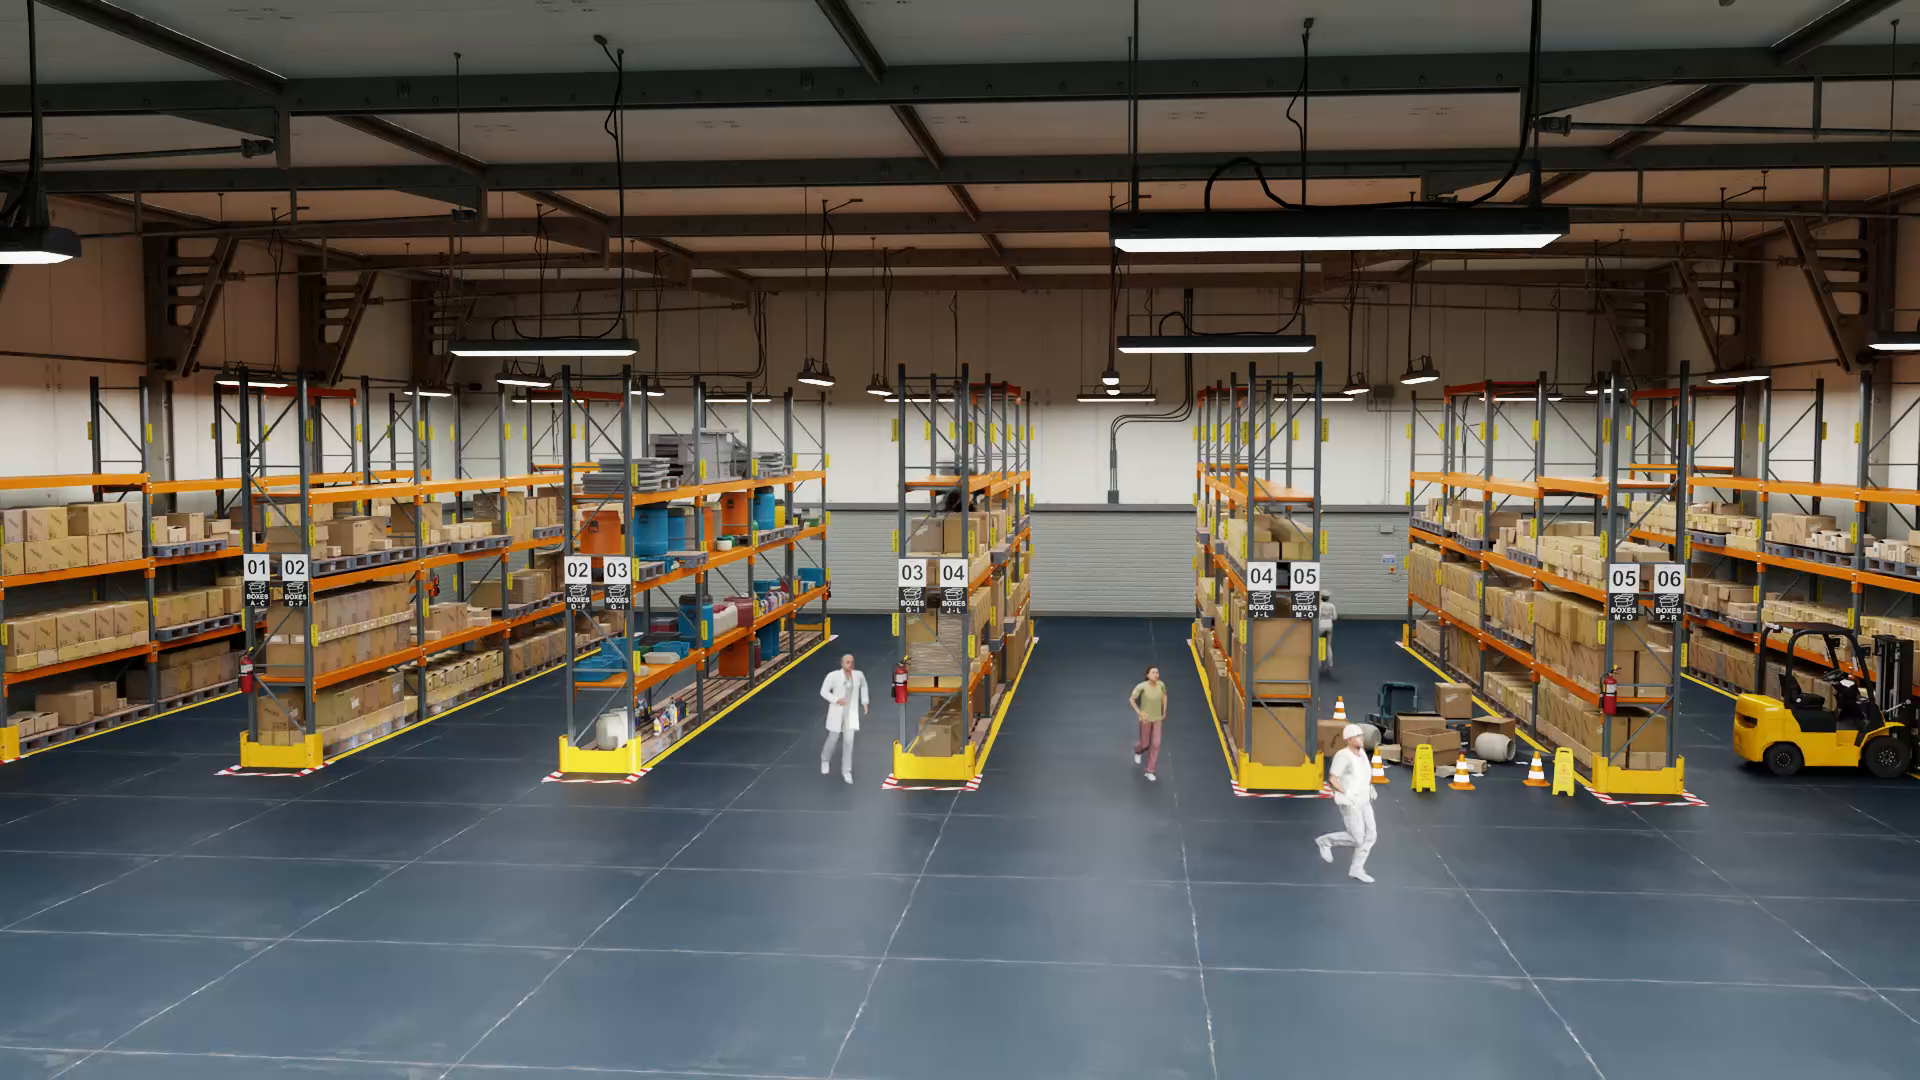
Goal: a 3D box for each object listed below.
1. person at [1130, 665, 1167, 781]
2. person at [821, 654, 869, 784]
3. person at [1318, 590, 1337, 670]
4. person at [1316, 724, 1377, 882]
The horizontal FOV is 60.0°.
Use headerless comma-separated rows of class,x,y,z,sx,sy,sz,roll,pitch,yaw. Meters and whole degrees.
person,2.769,2.634,24.310,0.604,1.650,0.784,-1,4,-17
person,-1.665,2.558,24.173,0.756,1.813,0.954,-1,4,-19
person,7.633,1.909,34.891,0.596,1.740,0.720,0,4,-6
person,4.380,2.943,18.751,0.684,1.755,0.692,3,5,42
